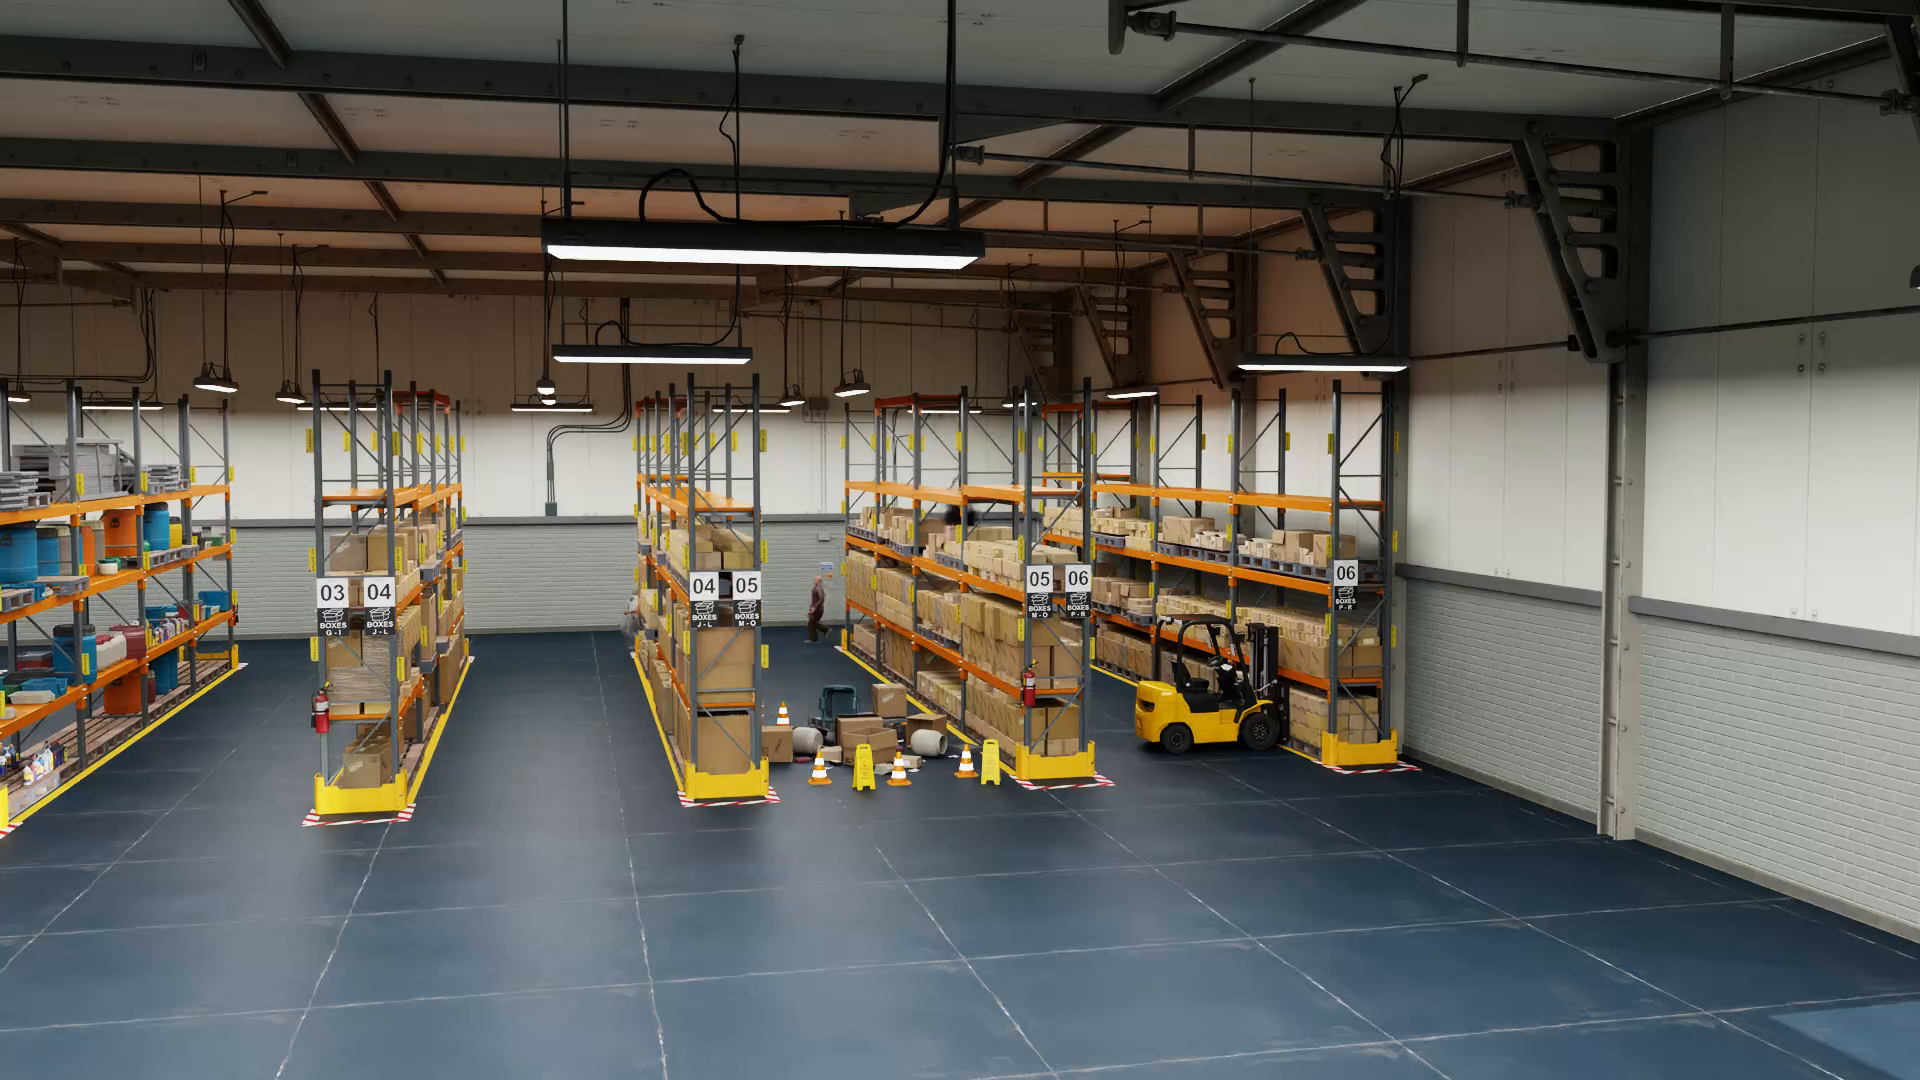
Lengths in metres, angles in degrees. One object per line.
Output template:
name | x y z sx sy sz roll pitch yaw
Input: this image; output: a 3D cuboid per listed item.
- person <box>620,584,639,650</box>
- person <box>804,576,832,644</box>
person | -7.950 1.877 40.236 0.554 1.660 0.704 -1 3 -17
person | -3.515 1.746 41.517 0.715 1.729 0.777 -1 3 -12
